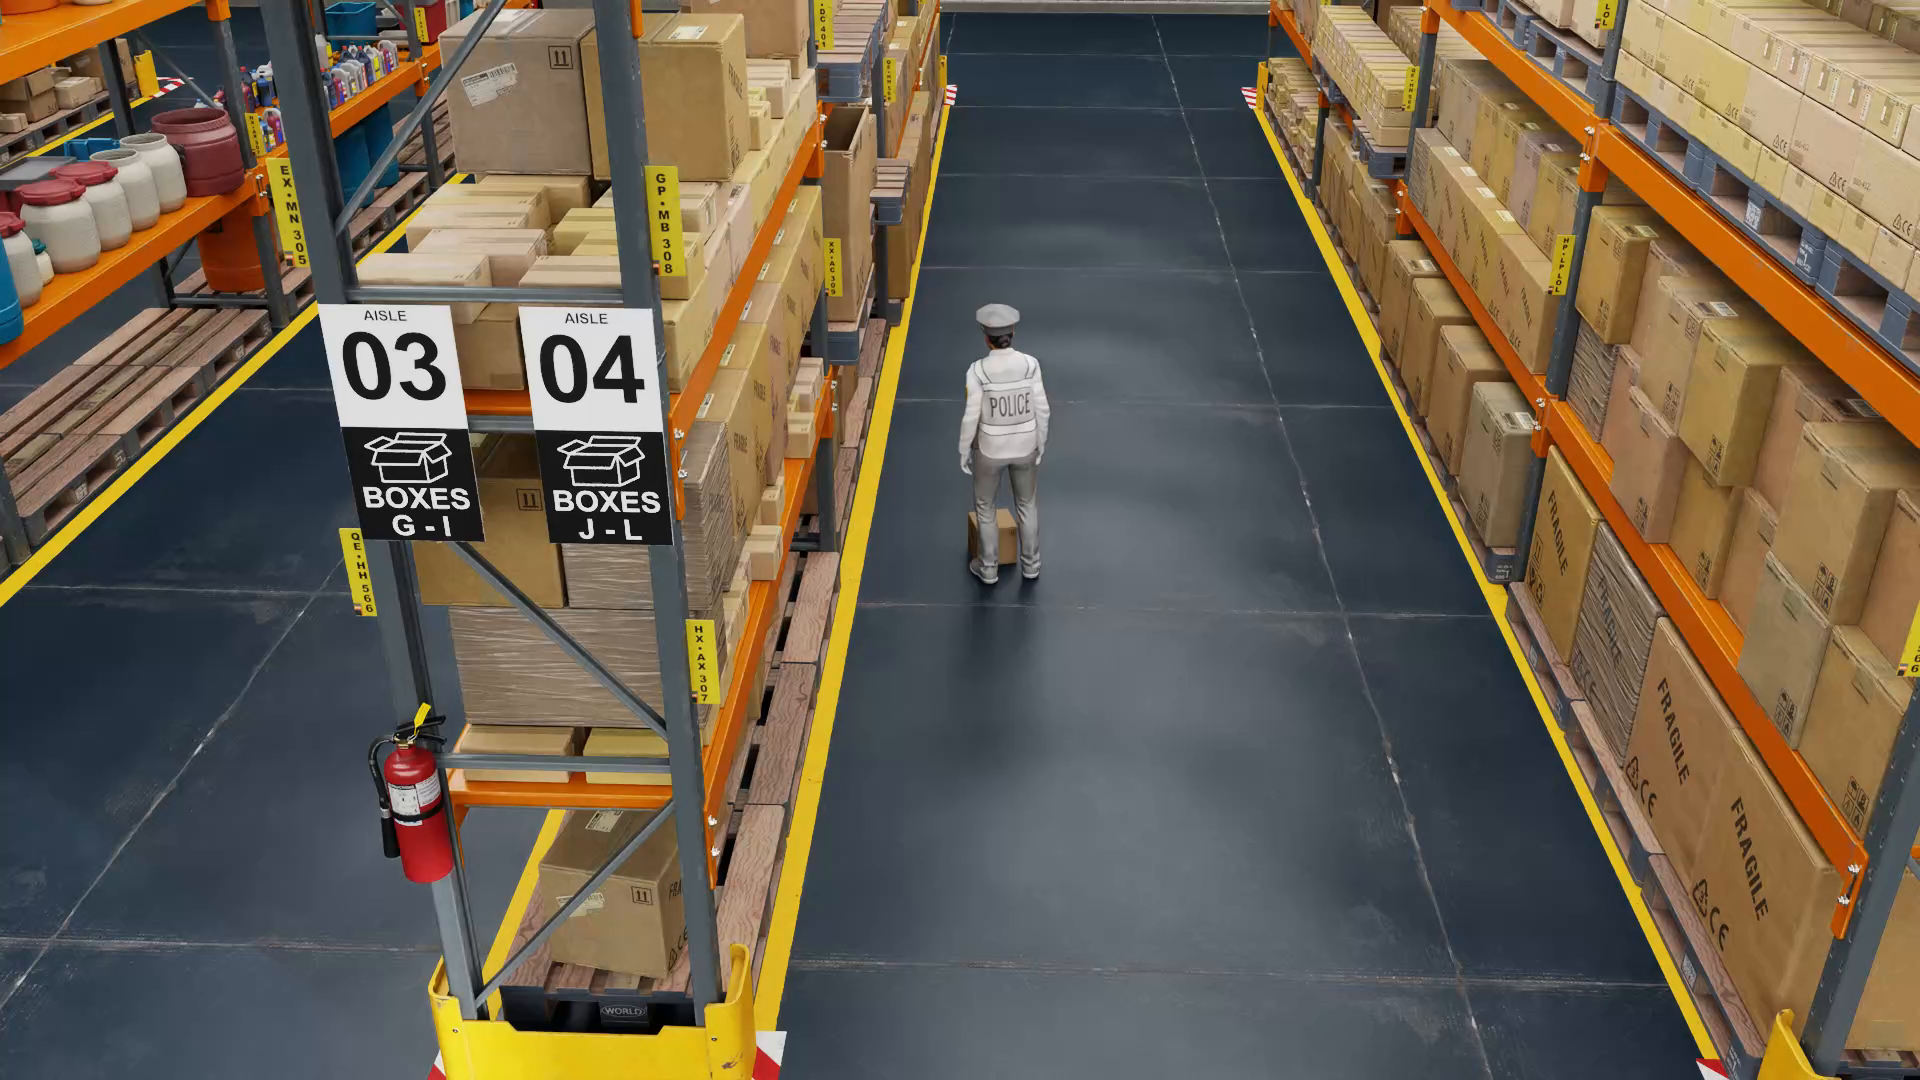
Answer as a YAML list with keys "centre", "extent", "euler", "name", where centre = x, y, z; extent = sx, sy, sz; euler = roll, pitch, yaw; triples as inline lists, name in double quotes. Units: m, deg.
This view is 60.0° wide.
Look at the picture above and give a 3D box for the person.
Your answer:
- centre: [0.251, -0.525, 9.601]
  extent: [0.540, 1.662, 0.374]
  euler: [-7, 29, -13]
  name: "person"
